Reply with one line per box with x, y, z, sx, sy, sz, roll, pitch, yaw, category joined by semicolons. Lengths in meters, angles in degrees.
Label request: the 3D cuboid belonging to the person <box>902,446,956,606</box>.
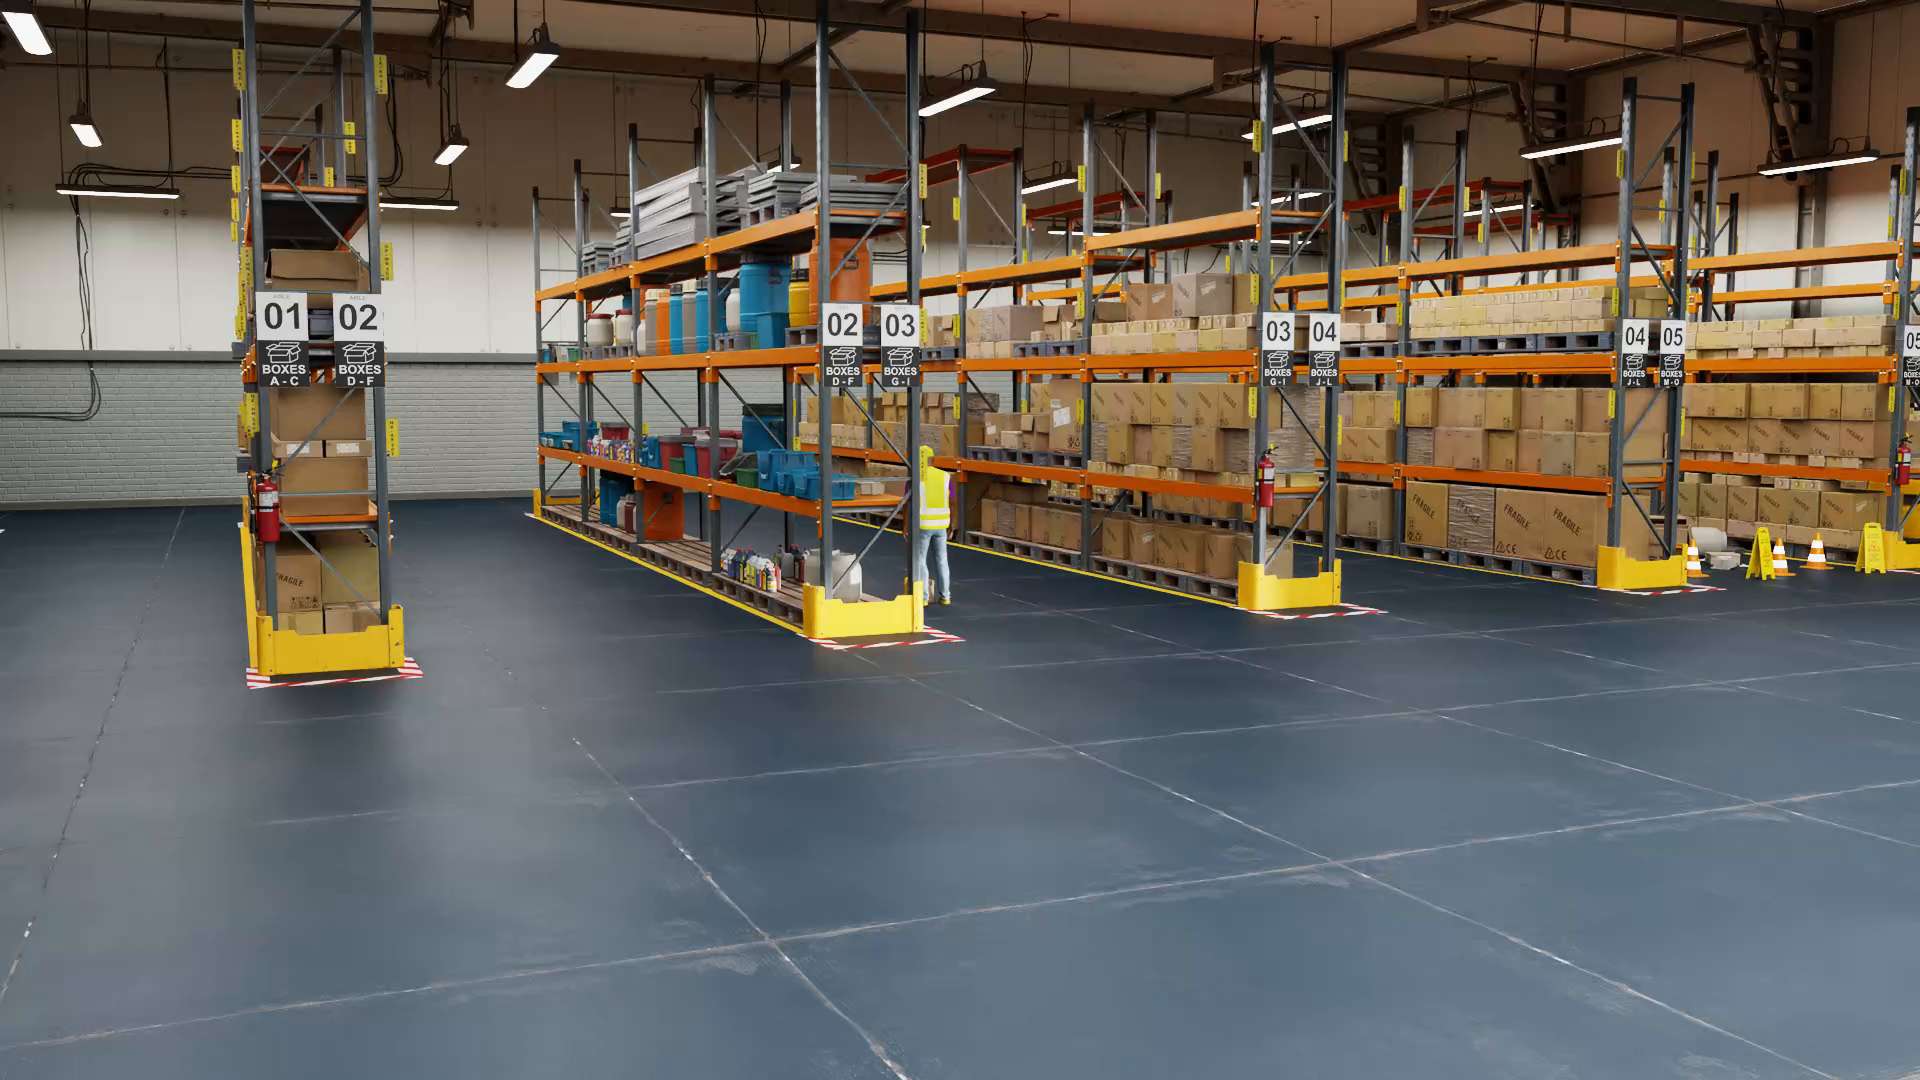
-0.345;-0.163;18.410;0.627;1.761;0.459;-2;6;-24;person
